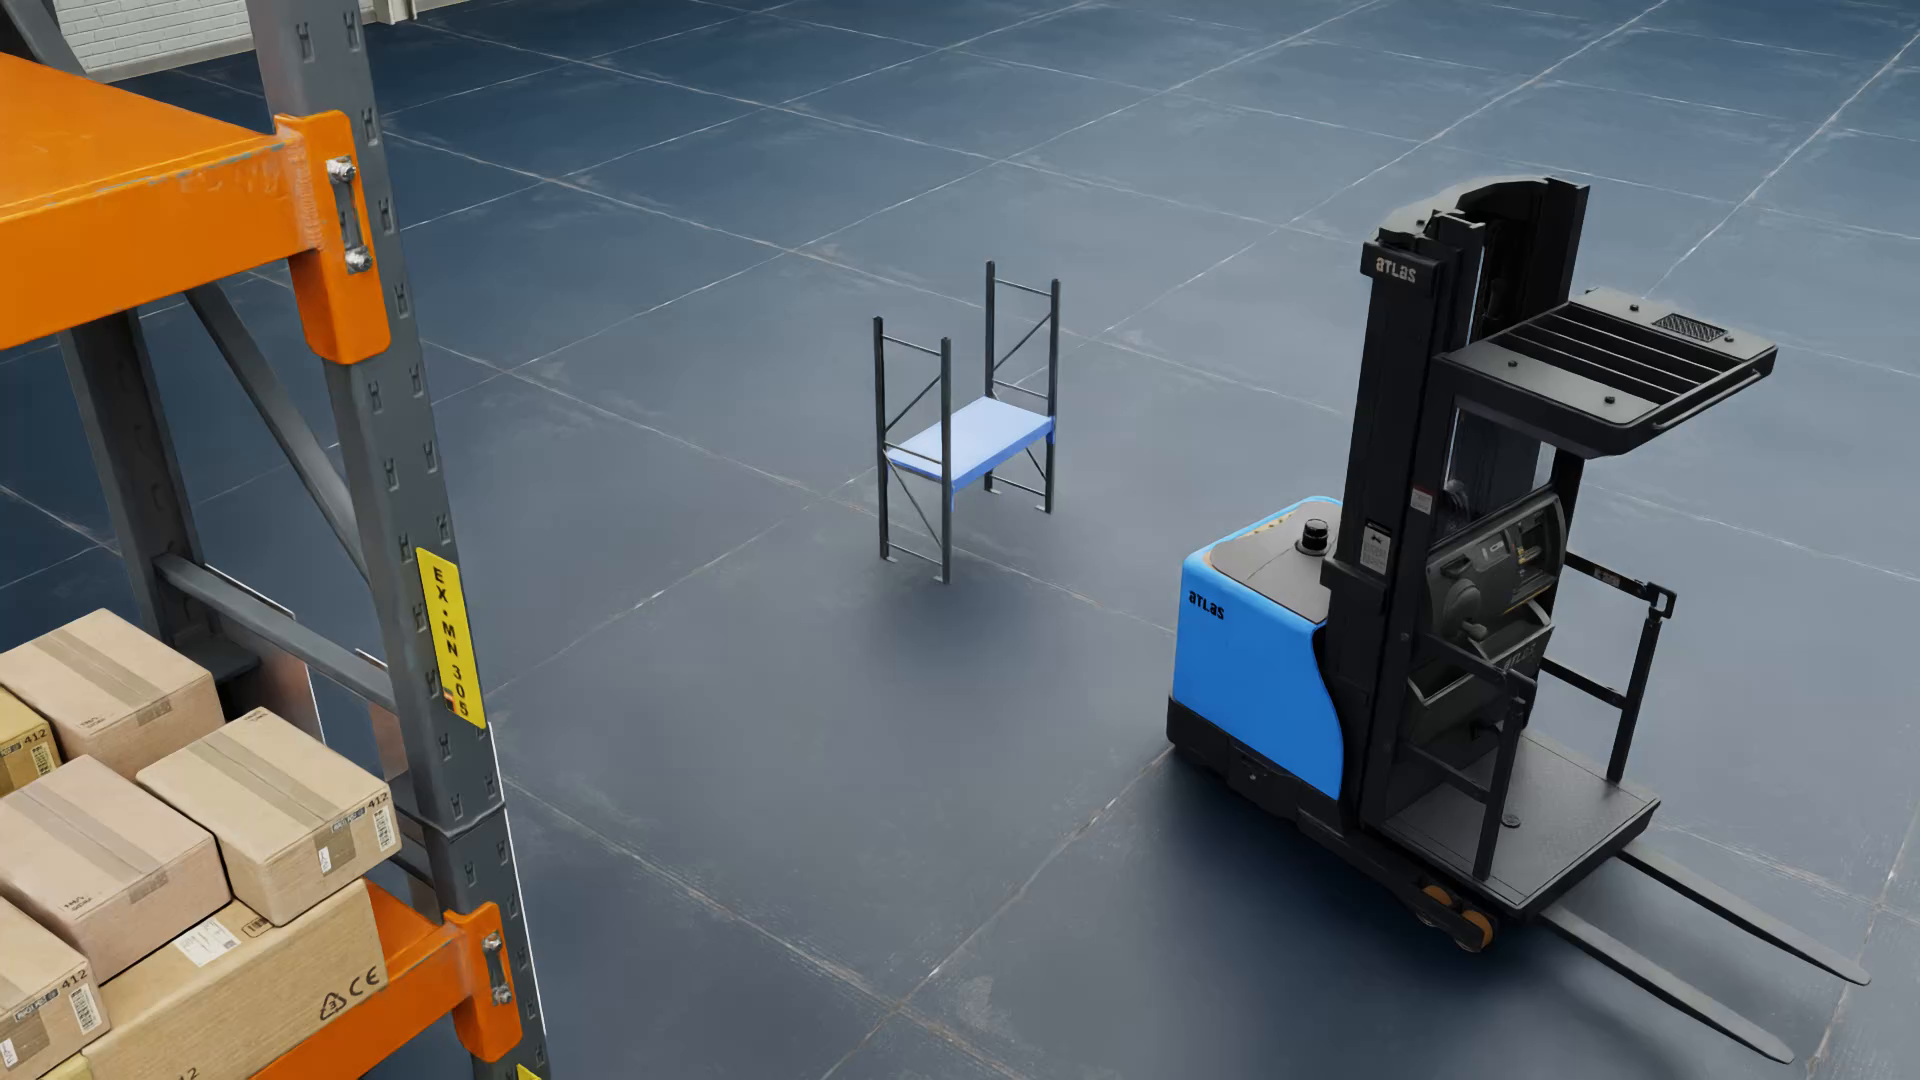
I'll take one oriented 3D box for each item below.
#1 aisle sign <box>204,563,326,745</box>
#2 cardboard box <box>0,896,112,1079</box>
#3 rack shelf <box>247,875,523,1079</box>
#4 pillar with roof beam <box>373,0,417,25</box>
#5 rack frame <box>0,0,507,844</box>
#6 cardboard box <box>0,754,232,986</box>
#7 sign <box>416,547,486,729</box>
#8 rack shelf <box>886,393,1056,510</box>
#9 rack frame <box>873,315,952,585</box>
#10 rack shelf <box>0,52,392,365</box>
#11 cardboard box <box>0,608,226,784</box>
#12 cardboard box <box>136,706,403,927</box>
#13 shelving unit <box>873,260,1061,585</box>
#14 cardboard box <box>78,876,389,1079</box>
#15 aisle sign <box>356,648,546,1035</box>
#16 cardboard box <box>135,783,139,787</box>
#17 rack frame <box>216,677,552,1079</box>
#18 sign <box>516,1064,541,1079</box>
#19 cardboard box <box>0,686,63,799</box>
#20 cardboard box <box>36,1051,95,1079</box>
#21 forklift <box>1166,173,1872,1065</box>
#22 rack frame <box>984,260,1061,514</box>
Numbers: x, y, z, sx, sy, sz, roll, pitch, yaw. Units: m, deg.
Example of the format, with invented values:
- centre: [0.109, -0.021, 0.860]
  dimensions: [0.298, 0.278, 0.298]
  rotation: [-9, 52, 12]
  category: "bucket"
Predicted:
- centre: [-1.480, 0.423, 3.601]
  dimensions: [0.394, 0.787, 0.004]
  rotation: [21, 37, 31]
  category: "aisle sign"
- centre: [-1.525, 0.685, 2.523]
  dimensions: [0.380, 0.149, 0.250]
  rotation: [19, 36, 29]
  category: "cardboard box"
- centre: [-2.485, 1.491, 2.112]
  dimensions: [1.077, 0.370, 4.000]
  rotation: [21, 37, 31]
  category: "rack shelf"
- centre: [-3.601, -9.045, 16.243]
  dimensions: [9.100, 9.000, 0.400]
  rotation: [21, 37, 31]
  category: "pillar with roof beam"
- centre: [-1.278, -0.922, 2.536]
  dimensions: [1.000, 3.000, 0.127]
  rotation: [21, 37, 31]
  category: "rack frame"
- centre: [-1.448, 0.540, 2.767]
  dimensions: [0.380, 0.149, 0.250]
  rotation: [20, 36, 30]
  category: "cardboard box"
- centre: [-0.848, 0.167, 2.773]
  dimensions: [0.100, 0.325, 0.005]
  rotation: [21, 37, 31]
  category: "sign"
- centre: [0.051, -0.525, 9.575]
  dimensions: [0.538, 0.185, 1.000]
  rotation: [21, 37, 31]
  category: "rack shelf"
- centre: [-0.255, -0.473, 9.135]
  dimensions: [0.500, 1.500, 0.032]
  rotation: [21, 37, 31]
  category: "rack frame"
- centre: [-2.485, 0.202, 1.349]
  dimensions: [1.077, 0.370, 4.000]
  rotation: [21, 37, 31]
  category: "rack shelf"
- centre: [-1.629, 0.302, 3.169]
  dimensions: [0.380, 0.149, 0.250]
  rotation: [21, 36, 31]
  category: "cardboard box"
- centre: [-1.197, 0.471, 2.885]
  dimensions: [0.380, 0.149, 0.250]
  rotation: [21, 37, 31]
  category: "cardboard box"
- centre: [0.051, -0.680, 9.483]
  dimensions: [0.538, 1.500, 1.048]
  rotation: [21, 37, 31]
  category: "shelving unit"
- centre: [-1.367, 0.707, 2.876]
  dimensions: [0.500, 0.250, 0.500]
  rotation: [22, 37, 32]
  category: "cardboard box"
- centre: [-1.001, 0.608, 3.289]
  dimensions: [0.394, 0.787, 0.004]
  rotation: [21, 37, 31]
  category: "aisle sign"
- centre: [-1.775, 0.549, 3.143]
  dimensions: [0.500, 0.250, 0.500]
  rotation: [22, 37, 33]
  category: "cardboard box"
- centre: [-1.278, 1.659, 4.066]
  dimensions: [1.000, 3.000, 0.127]
  rotation: [21, 37, 31]
  category: "rack frame"
- centre: [-0.848, 1.204, 3.388]
  dimensions: [0.100, 0.325, 0.005]
  rotation: [21, 37, 31]
  category: "sign"
- centre: [-1.862, 0.378, 3.041]
  dimensions: [0.380, 0.149, 0.250]
  rotation: [22, 37, 32]
  category: "cardboard box"
- centre: [-1.666, 0.911, 2.532]
  dimensions: [0.500, 0.250, 0.500]
  rotation: [21, 37, 32]
  category: "cardboard box"
- centre: [2.330, 0.158, 6.665]
  dimensions: [1.130, 2.935, 3.031]
  rotation: [-23, 38, -34]
  category: "forklift"
- centre: [0.358, -0.887, 9.832]
  dimensions: [0.500, 1.500, 0.032]
  rotation: [21, 37, 31]
  category: "rack frame"
